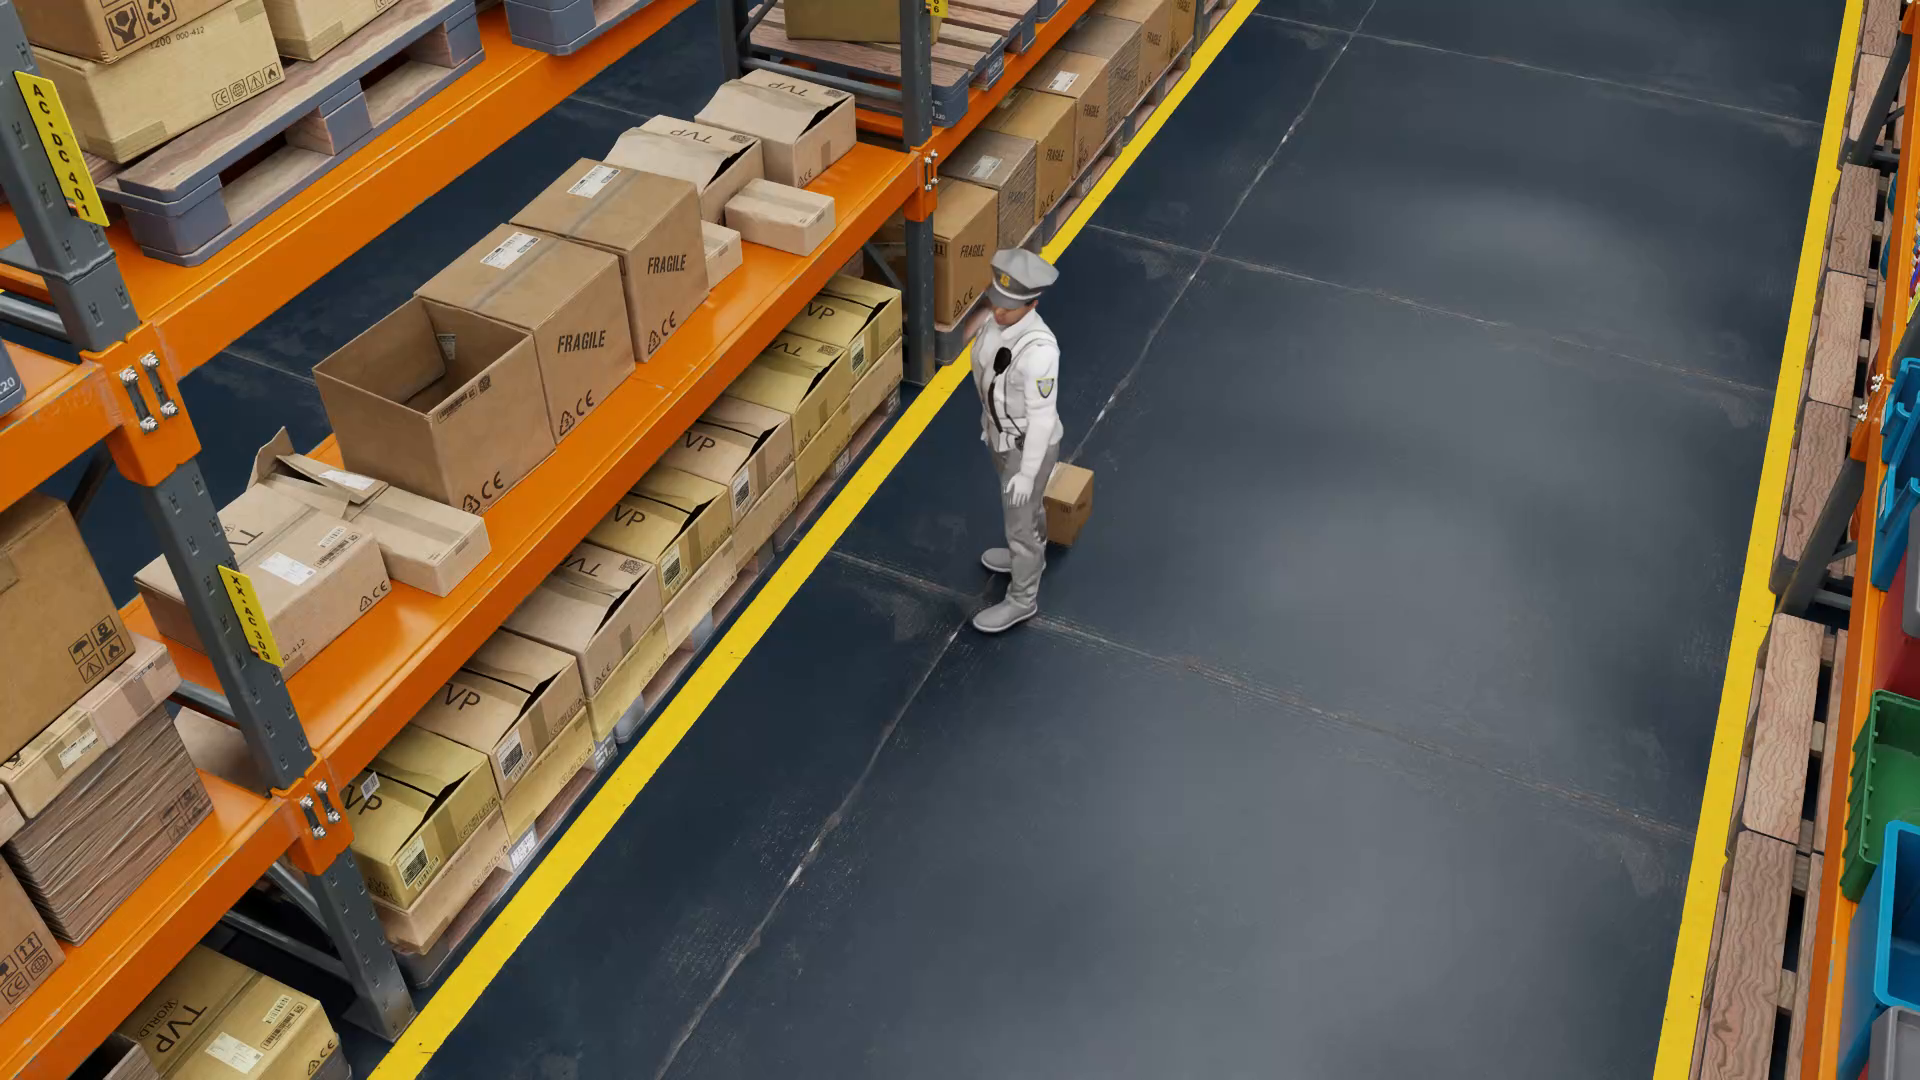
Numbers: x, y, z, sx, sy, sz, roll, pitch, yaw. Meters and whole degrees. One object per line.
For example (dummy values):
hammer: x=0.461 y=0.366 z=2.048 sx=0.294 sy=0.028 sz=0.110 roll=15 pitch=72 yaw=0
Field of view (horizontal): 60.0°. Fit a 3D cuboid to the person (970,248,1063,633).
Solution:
person: x=0.206 y=-0.386 z=6.539 sx=0.405 sy=1.679 sz=0.528 roll=-11 pitch=43 yaw=-12
